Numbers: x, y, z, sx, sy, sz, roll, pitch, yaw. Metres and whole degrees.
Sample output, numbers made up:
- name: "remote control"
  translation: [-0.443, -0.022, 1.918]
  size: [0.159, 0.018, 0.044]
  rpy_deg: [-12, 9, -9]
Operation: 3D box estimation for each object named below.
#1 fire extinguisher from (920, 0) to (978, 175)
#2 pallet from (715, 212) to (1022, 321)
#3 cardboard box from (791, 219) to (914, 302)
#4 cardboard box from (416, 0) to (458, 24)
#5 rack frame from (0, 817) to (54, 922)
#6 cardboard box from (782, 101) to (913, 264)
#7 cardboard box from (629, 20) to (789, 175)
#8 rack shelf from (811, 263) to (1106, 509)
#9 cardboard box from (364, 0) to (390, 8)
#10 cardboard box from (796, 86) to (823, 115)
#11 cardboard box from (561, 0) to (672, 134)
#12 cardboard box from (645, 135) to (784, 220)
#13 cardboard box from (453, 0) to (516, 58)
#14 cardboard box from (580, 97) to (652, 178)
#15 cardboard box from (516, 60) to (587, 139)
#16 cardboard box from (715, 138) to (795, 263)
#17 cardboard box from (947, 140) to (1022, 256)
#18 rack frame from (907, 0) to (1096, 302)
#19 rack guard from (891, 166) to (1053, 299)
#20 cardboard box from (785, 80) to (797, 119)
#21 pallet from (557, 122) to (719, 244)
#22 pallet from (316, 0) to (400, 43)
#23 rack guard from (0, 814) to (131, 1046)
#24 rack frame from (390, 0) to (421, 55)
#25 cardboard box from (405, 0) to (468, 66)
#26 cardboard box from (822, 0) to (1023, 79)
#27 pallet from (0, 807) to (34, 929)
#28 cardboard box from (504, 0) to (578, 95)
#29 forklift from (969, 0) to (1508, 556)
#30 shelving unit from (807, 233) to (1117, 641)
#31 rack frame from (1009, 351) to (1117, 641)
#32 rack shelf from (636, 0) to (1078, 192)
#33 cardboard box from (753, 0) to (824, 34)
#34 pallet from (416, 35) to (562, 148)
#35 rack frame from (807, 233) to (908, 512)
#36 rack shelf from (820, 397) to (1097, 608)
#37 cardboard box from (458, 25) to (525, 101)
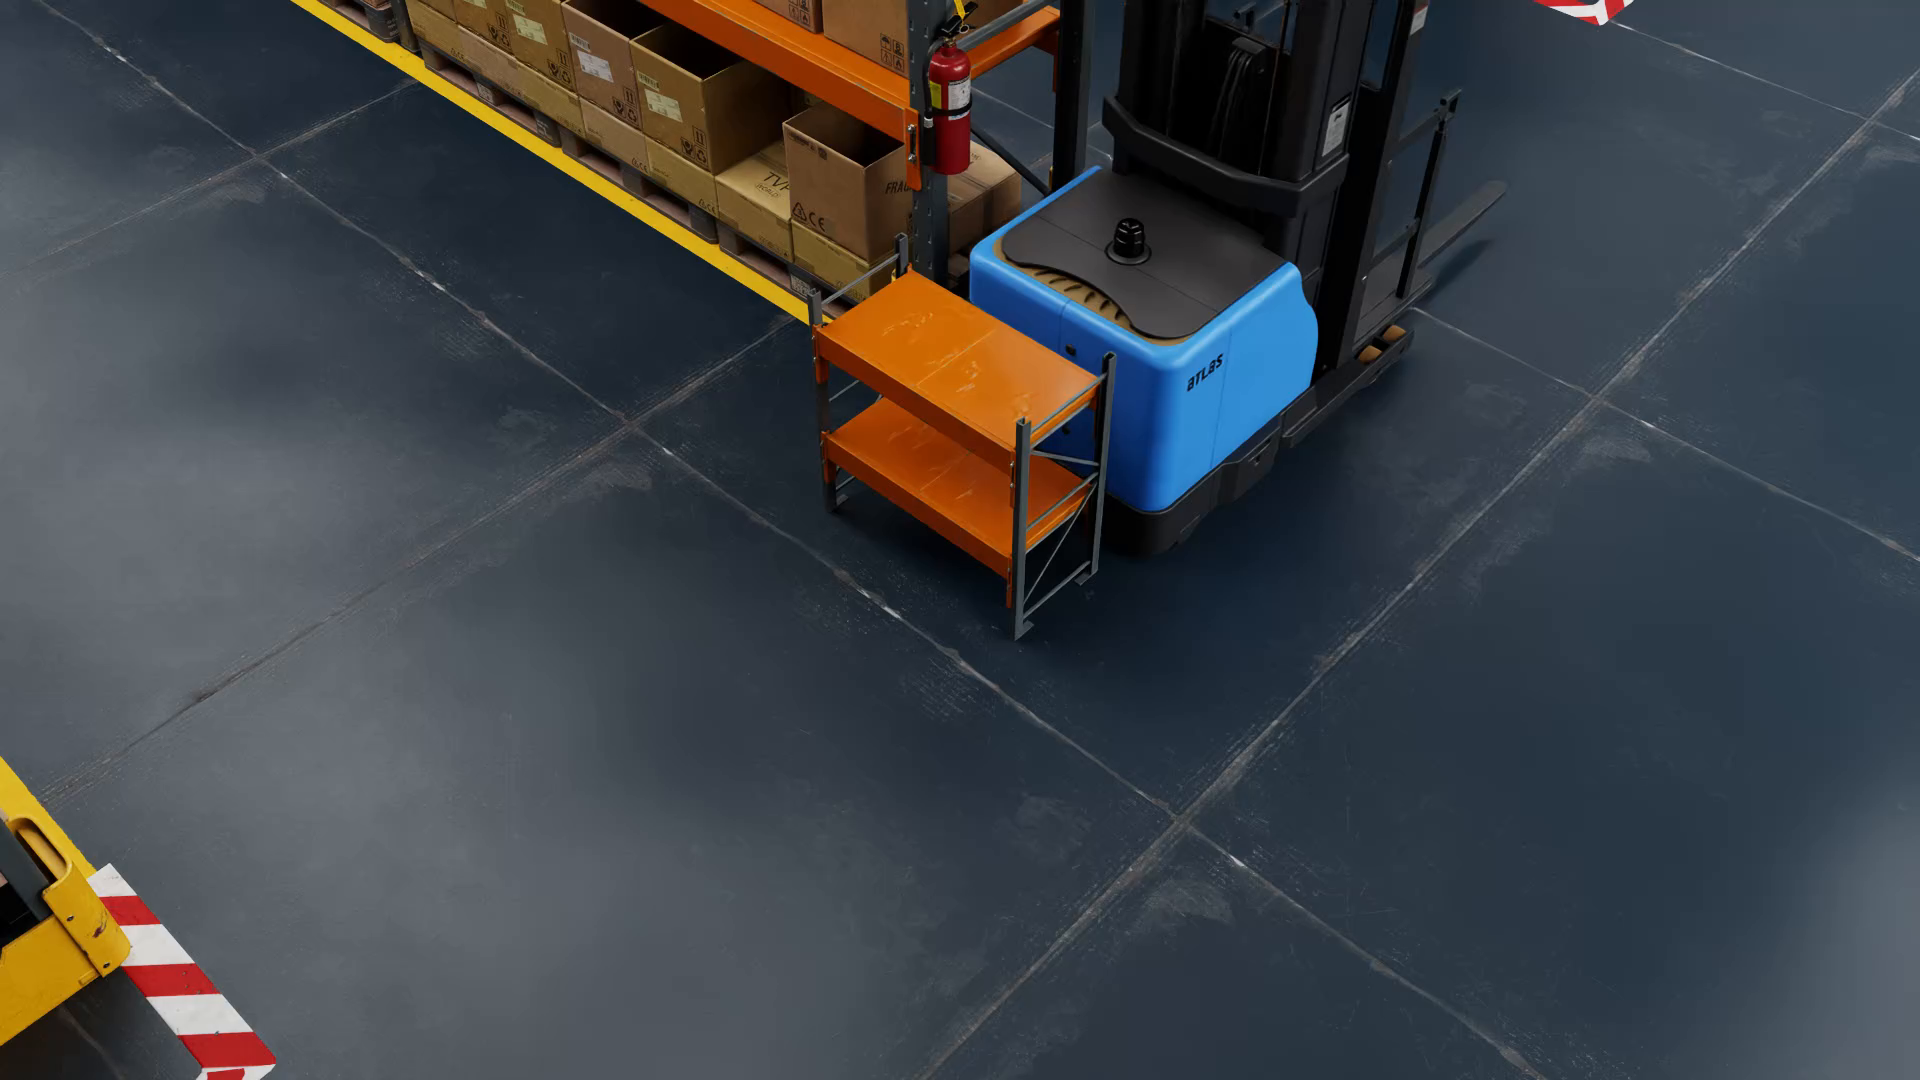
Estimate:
- name: "fire extinguisher"
  translation: [-0.044, -1.726, 6.366]
  size: [0.183, 0.674, 0.296]
  rpy_deg: [34, 55, 28]
- name: "pallet"
  translation: [-0.407, -1.461, 7.977]
  size: [1.213, 0.211, 1.003]
  rpy_deg: [34, 55, 28]
- name: "cardboard box"
  translation: [-0.411, -1.370, 7.576]
  size: [0.500, 0.250, 0.500]
  rpy_deg: [34, 55, 28]
- name: "cardboard box"
  translation: [-2.627, -3.100, 8.687]
  size: [0.500, 0.500, 0.500]
  rpy_deg: [34, 55, 28]
- name: "rack frame"
  translation: [-3.173, 0.596, 4.133]
  size: [0.127, 3.000, 1.000]
  rpy_deg: [34, 55, 28]
- name: "cardboard box"
  translation: [-0.412, -1.625, 7.302]
  size: [0.500, 0.500, 0.500]
  rpy_deg: [34, 55, 28]
- name: "cardboard box"
  translation: [-1.157, -2.112, 7.759]
  size: [0.500, 0.500, 0.500]
  rpy_deg: [34, 55, 28]
- name: "rack shelf"
  translation: [-0.005, -0.589, 6.130]
  size: [1.000, 0.278, 0.538]
  rpy_deg: [34, 55, 28]
- name: "cardboard box"
  translation: [-3.257, -3.290, 9.380]
  size: [0.500, 0.250, 0.500]
  rpy_deg: [33, 55, 27]
- name: "cardboard box"
  translation: [-0.428, -2.150, 7.795]
  size: [0.500, 0.500, 0.500]
  rpy_deg: [34, 55, 28]
- name: "cardboard box"
  translation: [-1.523, -2.360, 7.992]
  size: [0.500, 0.500, 0.500]
  rpy_deg: [34, 55, 28]
- name: "cardboard box"
  translation: [-1.155, -1.857, 8.034]
  size: [0.500, 0.250, 0.500]
  rpy_deg: [34, 55, 28]
- name: "cardboard box"
  translation: [-2.254, -2.857, 8.459]
  size: [0.500, 0.500, 0.500]
  rpy_deg: [34, 55, 28]
- name: "cardboard box"
  translation: [-1.521, -2.105, 8.267]
  size: [0.500, 0.250, 0.500]
  rpy_deg: [34, 55, 28]
- name: "cardboard box"
  translation: [-1.893, -2.349, 8.496]
  size: [0.500, 0.250, 0.500]
  rpy_deg: [34, 55, 28]
- name: "cardboard box"
  translation: [-0.786, -1.610, 7.802]
  size: [0.500, 0.250, 0.500]
  rpy_deg: [34, 55, 28]
- name: "cardboard box"
  translation: [-0.059, -1.647, 7.837]
  size: [0.500, 0.250, 0.500]
  rpy_deg: [34, 55, 28]
- name: "rack frame"
  translation: [0.184, -2.060, 6.627]
  size: [0.127, 3.000, 1.000]
  rpy_deg: [34, 55, 28]
- name: "rack guard"
  translation: [0.201, -1.193, 7.527]
  size: [0.348, 0.500, 1.175]
  rpy_deg: [34, 55, 28]
- name: "cardboard box"
  translation: [-0.804, -2.390, 8.020]
  size: [0.500, 0.500, 0.500]
  rpy_deg: [34, 55, 28]
- name: "pallet"
  translation: [-1.299, -2.065, 8.544]
  size: [1.213, 0.211, 1.003]
  rpy_deg: [34, 55, 28]
- name: "pallet"
  translation: [-3.323, -3.427, 9.823]
  size: [1.213, 0.211, 1.003]
  rpy_deg: [34, 55, 28]
- name: "rack guard"
  translation: [-3.229, 1.414, 5.080]
  size: [0.348, 0.500, 1.175]
  rpy_deg: [34, 55, 28]
- name: "rack frame"
  translation: [-2.756, -4.038, 8.484]
  size: [0.127, 3.000, 1.000]
  rpy_deg: [34, 55, 28]
- name: "cardboard box"
  translation: [-2.620, -2.849, 8.965]
  size: [0.500, 0.250, 0.500]
  rpy_deg: [34, 55, 28]
- name: "cardboard box"
  translation: [-0.151, -2.332, 6.813]
  size: [0.500, 0.500, 0.700]
  rpy_deg: [34, 55, 28]
- name: "pallet"
  translation: [-3.802, 1.092, 5.580]
  size: [1.213, 0.211, 1.003]
  rpy_deg: [34, 55, 28]
- name: "cardboard box"
  translation: [-1.892, -2.606, 8.223]
  size: [0.500, 0.500, 0.500]
  rpy_deg: [34, 55, 28]
- name: "forklift"
  translation: [1.388, -1.927, 6.549]
  size: [1.130, 2.935, 3.031]
  rpy_deg: [34, 55, 28]
- name: "shelving unit"
  translation: [-0.005, -0.388, 6.343]
  size: [1.048, 1.125, 0.538]
  rpy_deg: [34, 55, 28]
- name: "rack frame"
  translation: [0.369, -0.137, 6.107]
  size: [0.032, 1.125, 0.500]
  rpy_deg: [34, 55, 28]
- name: "rack shelf"
  translation: [-1.286, -2.803, 7.817]
  size: [4.000, 0.370, 1.077]
  rpy_deg: [34, 55, 28]
- name: "cardboard box"
  translation: [-0.540, -2.589, 7.055]
  size: [0.500, 0.500, 0.700]
  rpy_deg: [35, 56, 29]
- name: "pallet"
  translation: [-2.200, -2.668, 9.110]
  size: [1.213, 0.211, 1.003]
  rpy_deg: [34, 55, 28]
- name: "rack frame"
  translation: [-0.379, -0.640, 6.579]
  size: [0.032, 1.125, 0.500]
  rpy_deg: [34, 55, 28]
- name: "rack shelf"
  translation: [-0.005, -0.221, 6.521]
  size: [1.000, 0.278, 0.538]
  rpy_deg: [34, 55, 28]
- name: "cardboard box"
  translation: [-2.256, -2.599, 8.731]
  size: [0.500, 0.250, 0.500]
  rpy_deg: [34, 55, 28]
